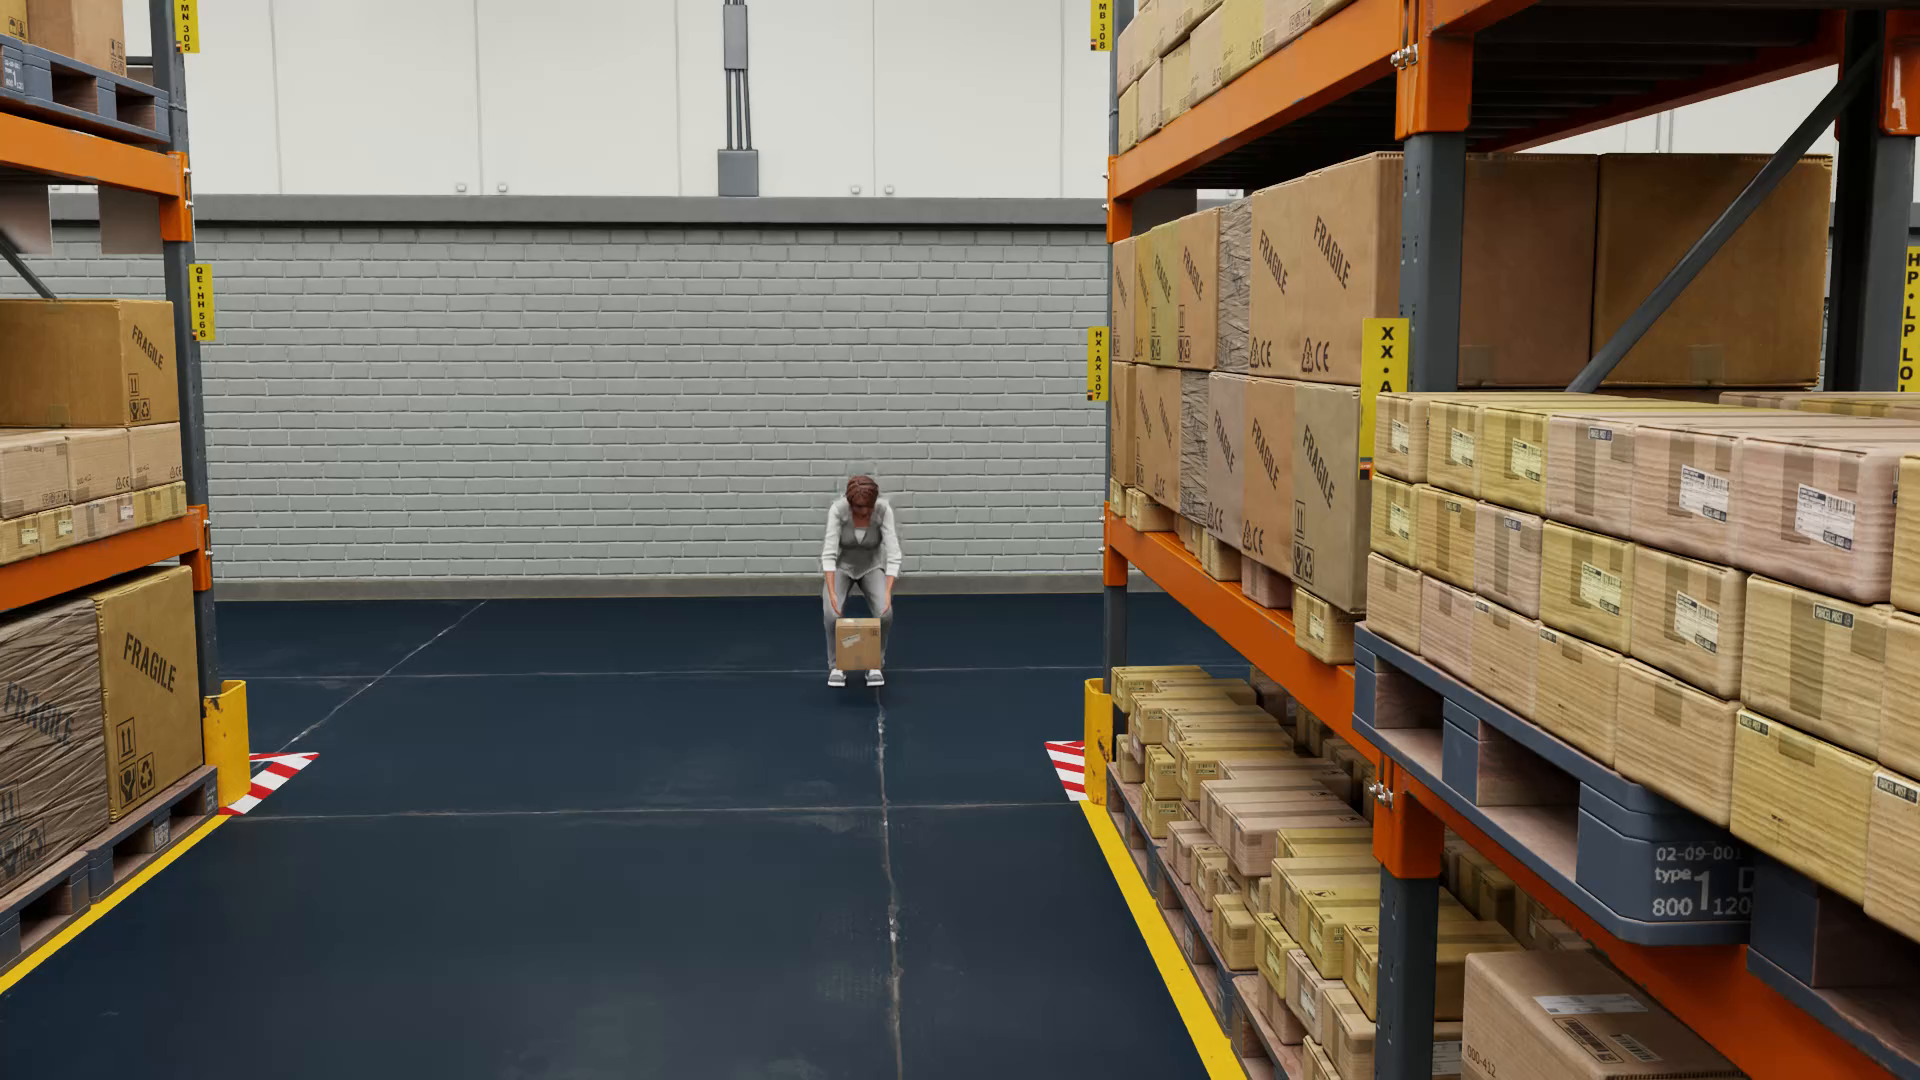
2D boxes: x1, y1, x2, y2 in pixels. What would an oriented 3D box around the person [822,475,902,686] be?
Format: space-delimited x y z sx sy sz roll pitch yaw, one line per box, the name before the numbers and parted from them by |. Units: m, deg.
person | -0.578 0.247 9.782 0.463 1.241 0.671 0 7 -4
